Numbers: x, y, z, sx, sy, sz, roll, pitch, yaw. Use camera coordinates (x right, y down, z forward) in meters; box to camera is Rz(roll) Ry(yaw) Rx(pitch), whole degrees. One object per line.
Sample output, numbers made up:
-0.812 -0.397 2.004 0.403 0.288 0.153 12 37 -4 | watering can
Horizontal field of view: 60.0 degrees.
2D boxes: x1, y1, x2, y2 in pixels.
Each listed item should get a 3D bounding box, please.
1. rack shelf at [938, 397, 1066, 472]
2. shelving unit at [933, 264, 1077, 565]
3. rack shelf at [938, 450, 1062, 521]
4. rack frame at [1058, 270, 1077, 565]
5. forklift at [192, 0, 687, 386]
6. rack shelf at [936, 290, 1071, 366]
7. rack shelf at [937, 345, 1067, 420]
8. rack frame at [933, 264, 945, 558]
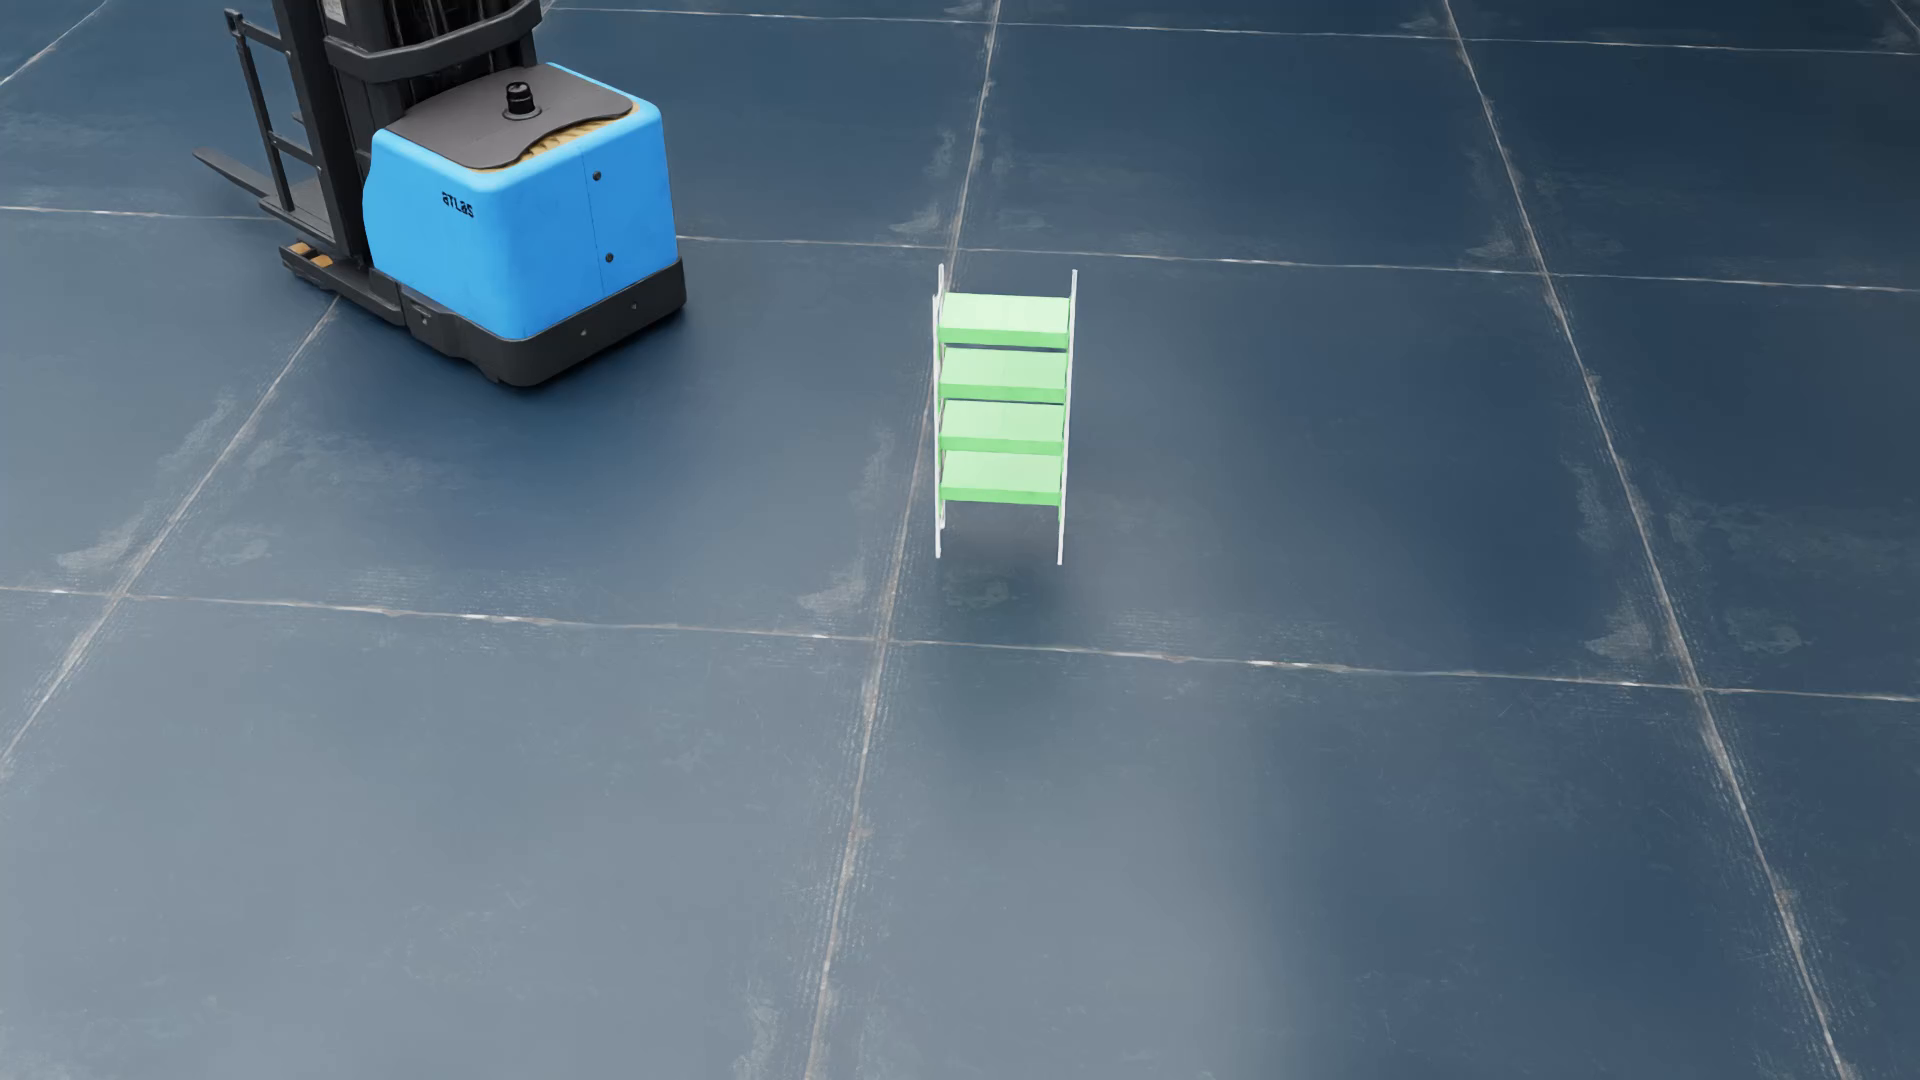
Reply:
0.165 -0.407 6.400 0.480 0.148 0.258 3 39 4 | rack shelf
0.165 -0.456 6.360 0.503 1.200 0.258 3 39 4 | shelving unit
0.165 -0.221 6.552 0.480 0.148 0.258 3 39 4 | rack shelf
0.408 -0.443 6.344 0.015 1.200 0.240 3 39 4 | rack frame
-2.778 -2.613 7.638 3.031 2.935 1.130 28 47 30 | forklift
0.165 -0.779 6.097 0.480 0.148 0.258 3 39 4 | rack shelf
0.165 -0.593 6.249 0.480 0.148 0.258 3 39 4 | rack shelf
-0.078 -0.470 6.376 0.015 1.200 0.240 3 39 4 | rack frame
